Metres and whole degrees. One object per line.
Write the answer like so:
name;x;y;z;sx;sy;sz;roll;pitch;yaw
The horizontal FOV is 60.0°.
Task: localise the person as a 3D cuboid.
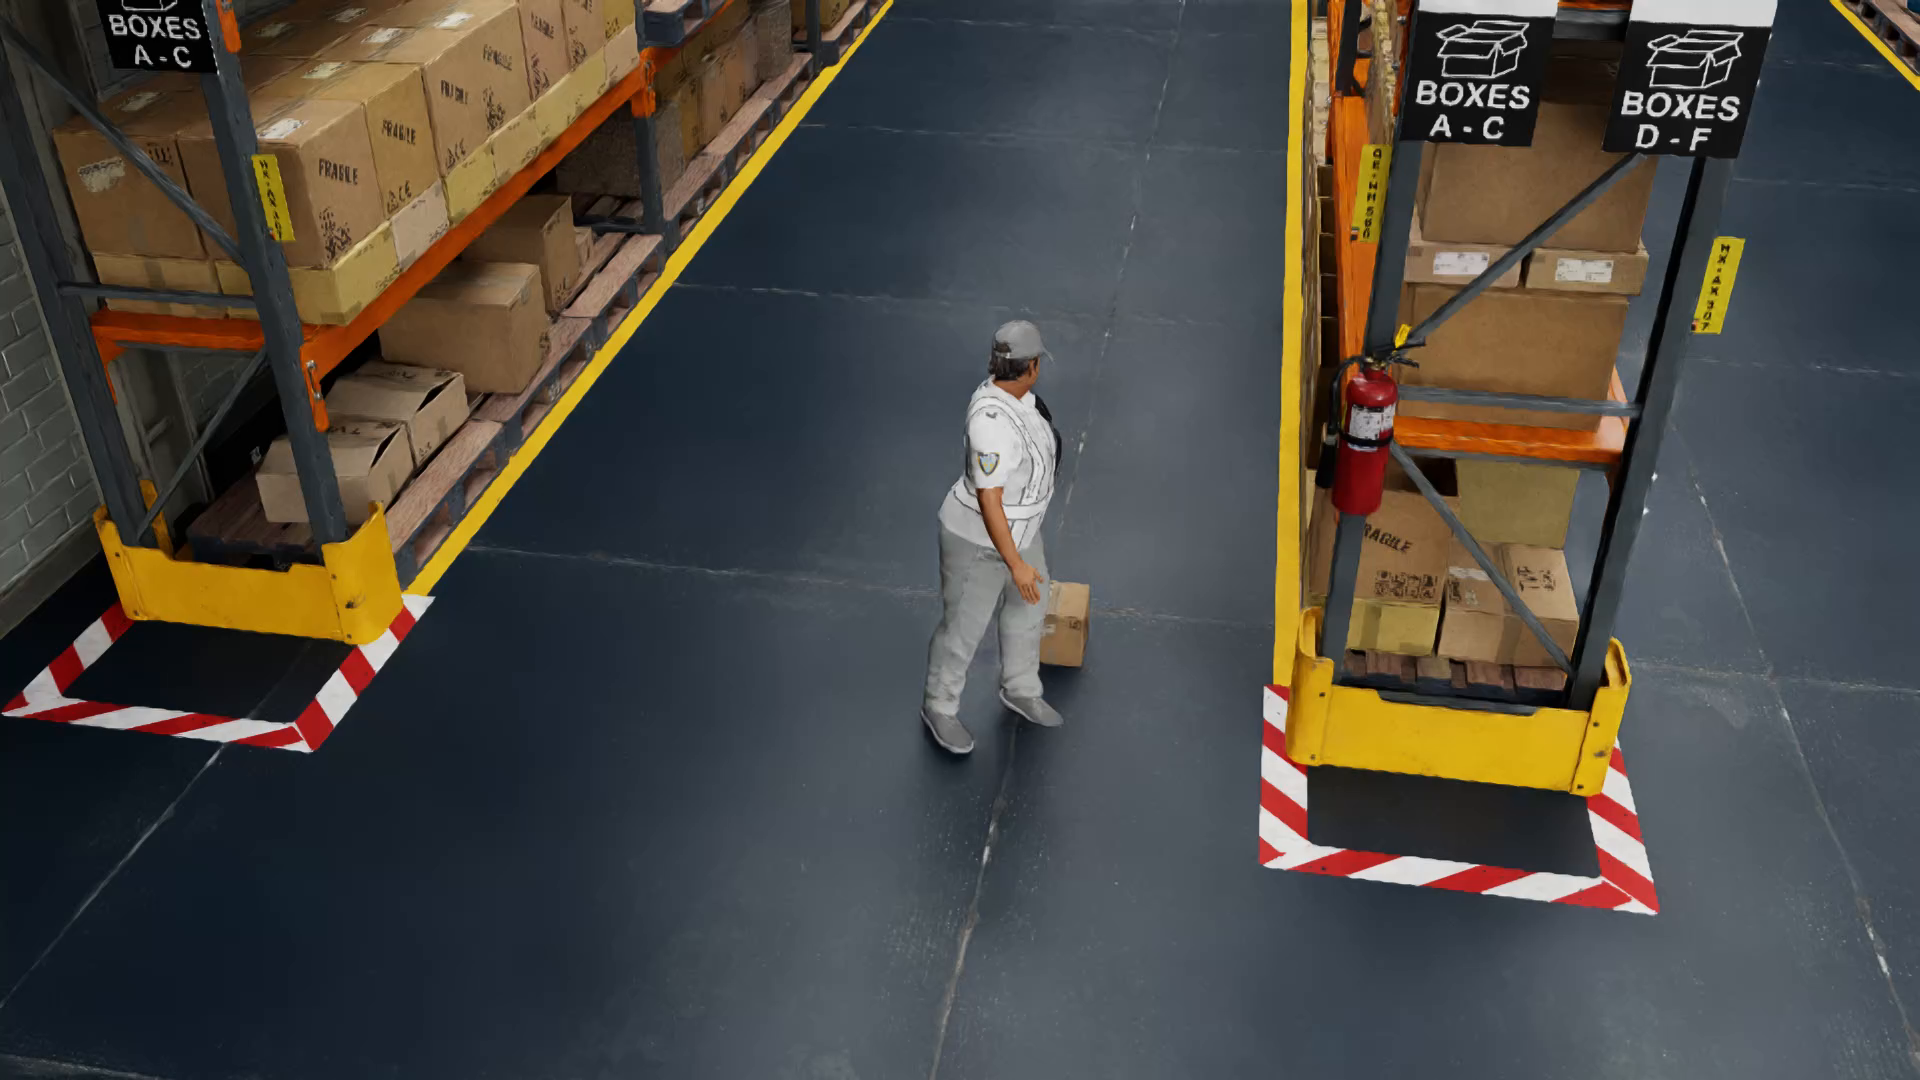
person;0.145;0.023;6.154;0.544;1.697;0.604;10;34;15
